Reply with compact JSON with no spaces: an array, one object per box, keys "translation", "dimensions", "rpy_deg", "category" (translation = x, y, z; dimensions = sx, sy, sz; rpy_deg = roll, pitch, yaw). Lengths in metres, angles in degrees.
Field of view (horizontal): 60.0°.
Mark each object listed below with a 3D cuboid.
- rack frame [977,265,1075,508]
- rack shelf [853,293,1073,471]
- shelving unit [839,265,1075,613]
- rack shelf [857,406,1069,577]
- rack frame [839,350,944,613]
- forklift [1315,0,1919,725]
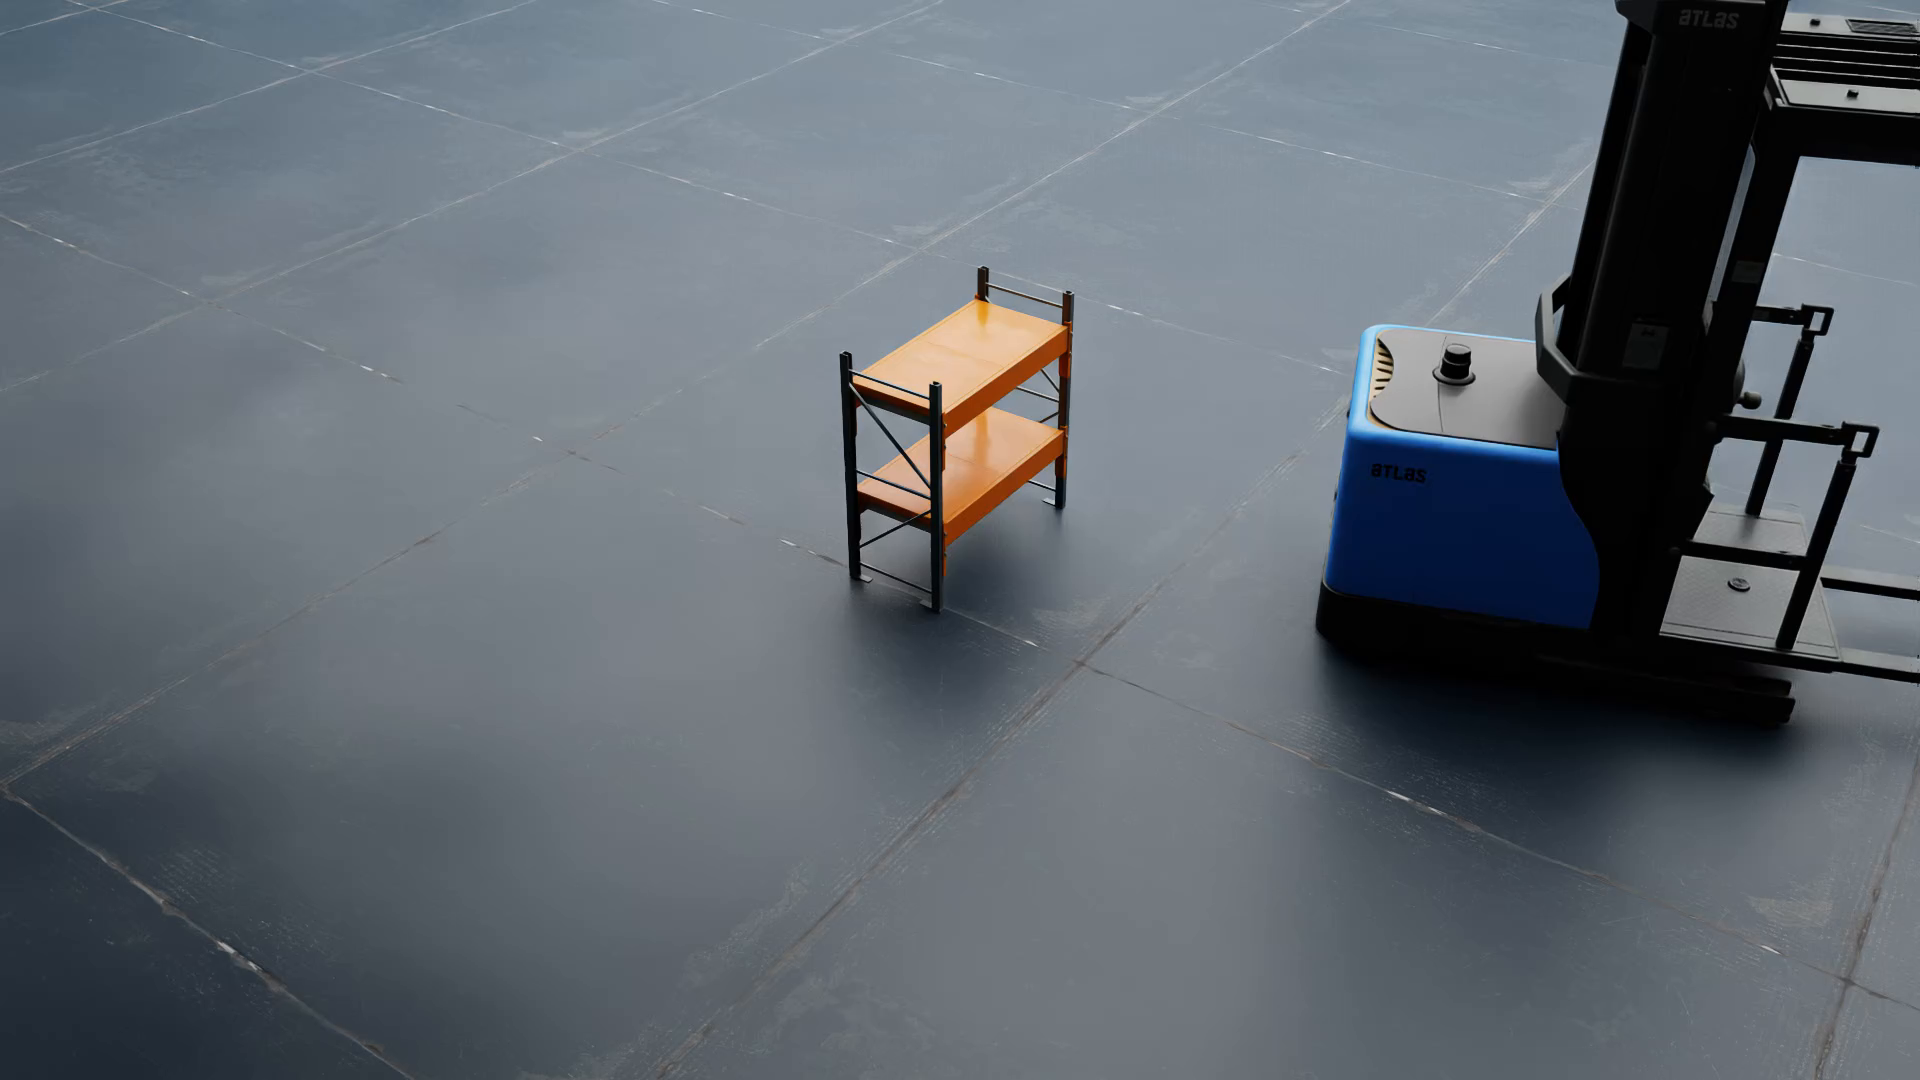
[{"translation":[0.294,-0.703,7.785],"dimensions":[0.500,1.125,0.032],"rpy_deg":[21,39,28],"category":"rack frame"},{"translation":[0.004,-0.712,7.276],"dimensions":[0.538,0.278,1.000],"rpy_deg":[21,39,28],"category":"rack shelf"},{"translation":[0.004,-0.469,7.439],"dimensions":[0.538,1.125,1.048],"rpy_deg":[21,39,28],"category":"shelving unit"},{"translation":[0.004,-0.267,7.576],"dimensions":[0.538,0.278,1.000],"rpy_deg":[21,39,28],"category":"rack shelf"},{"translation":[-0.286,-0.235,7.094],"dimensions":[0.500,1.125,0.032],"rpy_deg":[21,39,28],"category":"rack frame"},{"translation":[3.087,-0.806,6.326],"dimensions":[3.031,2.935,1.130],"rpy_deg":[8,35,12],"category":"forklift"}]
